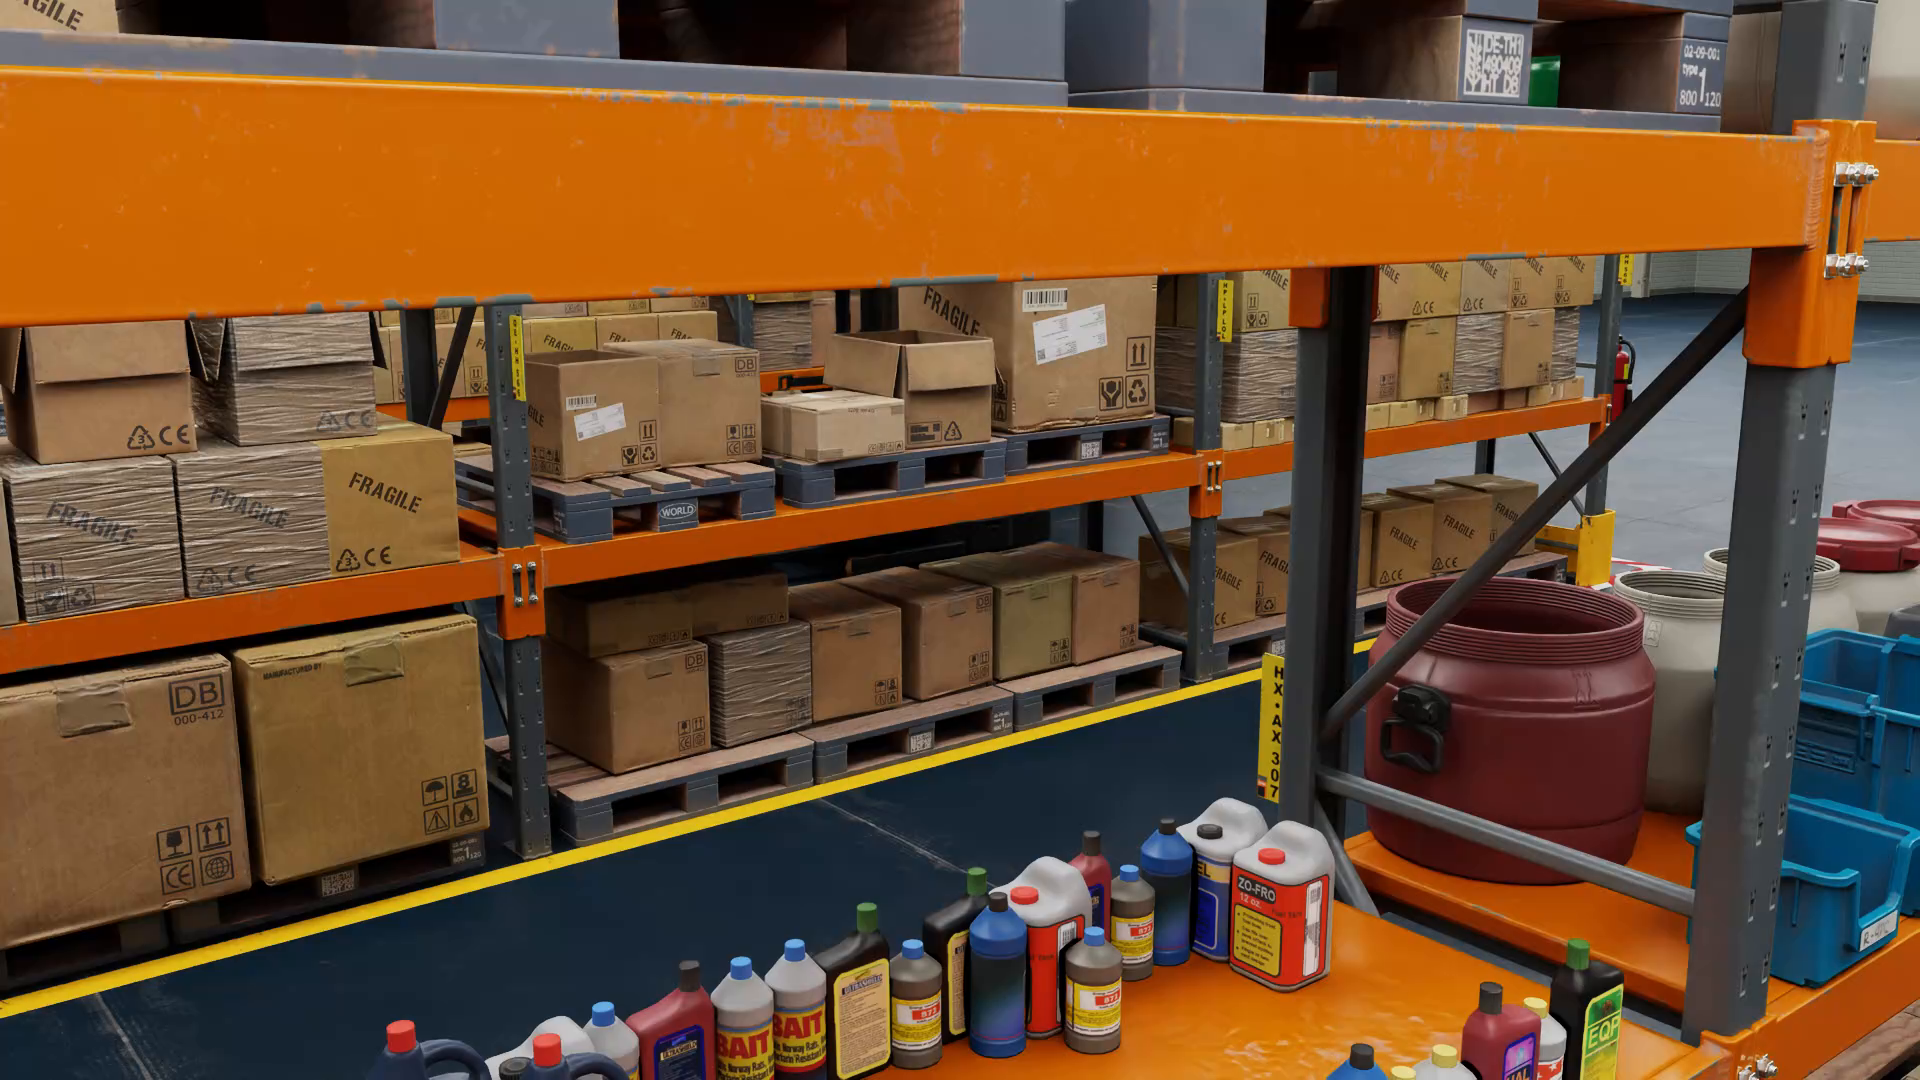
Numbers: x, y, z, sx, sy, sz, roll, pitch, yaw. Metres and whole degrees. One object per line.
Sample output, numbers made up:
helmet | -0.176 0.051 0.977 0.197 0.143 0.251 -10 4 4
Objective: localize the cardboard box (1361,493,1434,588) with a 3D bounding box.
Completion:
cardboard box | 2.743 -0.006 10.944 0.500 0.500 0.500 -8 14 -32

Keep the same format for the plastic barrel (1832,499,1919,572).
plastic barrel | 2.701 0.176 4.749 0.433 0.535 0.433 0 12 0

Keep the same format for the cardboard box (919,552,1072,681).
cardboard box | 0.187 0.398 8.990 0.500 0.500 0.700 -10 15 -38

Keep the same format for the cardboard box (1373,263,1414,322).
cardboard box | 2.355 -1.575 9.959 0.500 0.500 0.500 -9 15 -38

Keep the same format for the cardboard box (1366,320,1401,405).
cardboard box | 2.194 -1.127 10.259 0.500 0.500 0.875 -9 15 -38

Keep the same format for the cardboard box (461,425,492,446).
cardboard box | -3.140 -0.447 12.418 0.750 0.750 1.050 -9 15 -38

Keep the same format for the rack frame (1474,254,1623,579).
rack frame | 4.188 -1.263 11.856 0.127 3.000 1.000 -9 15 -38

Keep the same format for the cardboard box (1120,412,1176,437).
cardboard box | 1.048 -0.697 9.794 0.250 0.149 0.380 -9 15 -38

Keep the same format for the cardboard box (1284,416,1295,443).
cardboard box | 1.801 -0.668 9.656 0.250 0.149 0.380 -9 15 -38

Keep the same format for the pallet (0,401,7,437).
pallet | -5.569 -0.839 10.321 1.003 0.211 1.213 -9 15 -38

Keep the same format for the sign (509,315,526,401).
sign | -1.710 -0.702 6.425 0.005 0.325 0.100 -9 15 -38

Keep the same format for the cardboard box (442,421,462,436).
cardboard box | -5.535 -1.203 16.888 0.625 0.372 0.950 -9 15 -37

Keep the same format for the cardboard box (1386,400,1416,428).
cardboard box | 2.583 -0.797 10.266 0.250 0.149 0.380 -9 15 -38

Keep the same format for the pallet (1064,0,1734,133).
pallet | 0.376 -0.713 2.500 1.213 0.211 1.003 -9 15 -38

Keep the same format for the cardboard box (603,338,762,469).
cardboard box | -1.289 -0.645 7.692 0.500 0.500 0.700 -7 14 -29

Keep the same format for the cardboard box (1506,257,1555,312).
cardboard box | 3.526 -1.769 10.876 0.500 0.500 0.500 -9 15 -38

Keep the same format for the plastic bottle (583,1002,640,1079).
plastic bottle | -0.514 0.805 2.424 0.097 0.271 0.097 0 12 0

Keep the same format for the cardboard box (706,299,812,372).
cardboard box | -1.675 -1.685 13.481 0.550 0.550 0.875 -9 15 -38

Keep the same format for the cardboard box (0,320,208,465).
cardboard box | -3.151 -0.588 6.022 0.637 0.503 0.797 -9 15 -36

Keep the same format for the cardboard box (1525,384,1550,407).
cardboard box | 3.735 -0.997 11.206 0.250 0.149 0.380 -9 15 -38

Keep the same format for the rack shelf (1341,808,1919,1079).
rack shelf | 2.597 0.671 4.481 4.000 0.370 1.077 -9 15 -38

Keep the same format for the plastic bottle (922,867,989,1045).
plastic bottle | 0.001 0.709 2.849 0.133 0.283 0.061 -9 15 -38

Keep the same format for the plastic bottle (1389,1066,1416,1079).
plastic bottle | 0.628 0.852 2.375 0.097 0.201 0.097 0 12 0

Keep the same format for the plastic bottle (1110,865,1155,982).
plastic bottle | 0.311 0.702 3.078 0.097 0.201 0.097 0 12 0

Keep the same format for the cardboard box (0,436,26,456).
cardboard box | -3.408 -0.121 6.235 0.500 0.500 0.500 -10 15 -39

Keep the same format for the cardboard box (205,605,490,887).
cardboard box | -2.611 0.695 6.739 0.875 0.875 1.225 -10 16 -40

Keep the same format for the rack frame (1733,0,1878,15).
rack frame | 1.035 -2.356 2.561 0.127 3.000 1.000 -9 15 -38

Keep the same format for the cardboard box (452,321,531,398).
cardboard box | -3.380 -1.302 11.799 0.500 0.500 0.500 -10 15 -38

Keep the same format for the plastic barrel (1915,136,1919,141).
plastic barrel | 1.812 -1.206 3.157 0.600 0.901 0.600 0 12 0

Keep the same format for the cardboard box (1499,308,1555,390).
cardboard box | 3.425 -1.306 11.103 0.500 0.500 0.875 -9 15 -38

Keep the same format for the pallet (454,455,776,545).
pallet | -1.569 -0.241 7.504 1.003 0.211 1.213 -9 15 -38

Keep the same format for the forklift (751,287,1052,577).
forklift | -0.790 -1.277 12.084 3.031 2.935 1.130 -8 15 -35

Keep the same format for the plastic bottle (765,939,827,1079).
plastic bottle | -0.258 0.763 2.625 0.097 0.271 0.097 0 12 0

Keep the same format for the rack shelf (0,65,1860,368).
rack shelf | -0.527 -0.278 1.725 4.000 0.370 1.077 -9 15 -38

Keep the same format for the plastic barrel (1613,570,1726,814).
plastic barrel | 1.705 0.355 3.964 0.421 0.512 0.421 0 12 0

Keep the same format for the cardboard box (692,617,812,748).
cardboard box | -1.123 0.618 7.955 0.500 0.500 0.700 -11 16 -42

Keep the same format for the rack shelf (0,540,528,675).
rack shelf | -3.621 0.386 5.820 4.000 0.370 1.077 -9 15 -38

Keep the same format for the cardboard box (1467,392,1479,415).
cardboard box | 3.128 -0.905 10.774 0.250 0.149 0.380 -9 15 -38

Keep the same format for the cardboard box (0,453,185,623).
cardboard box | -3.086 -0.038 5.846 0.500 0.500 0.500 -10 16 -39

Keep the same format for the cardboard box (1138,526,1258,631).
cardboard box | 1.401 0.228 9.842 0.500 0.500 0.500 -10 16 -39

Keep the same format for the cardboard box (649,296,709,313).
cardboard box | -2.339 -2.034 12.840 0.500 0.500 0.700 -10 15 -39

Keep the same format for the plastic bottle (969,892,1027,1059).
plastic bottle | 0.064 0.725 2.801 0.097 0.271 0.097 0 12 0

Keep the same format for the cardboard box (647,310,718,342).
cardboard box | -2.196 -1.500 12.729 0.500 0.500 0.500 -10 15 -38

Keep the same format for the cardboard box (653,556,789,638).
cardboard box | -1.147 0.253 7.868 0.500 0.250 0.500 -7 14 -31

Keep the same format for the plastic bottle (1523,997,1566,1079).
plastic bottle | 0.884 0.809 2.575 0.097 0.201 0.097 0 12 0

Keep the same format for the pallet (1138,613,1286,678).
pallet | 1.567 0.527 10.139 1.213 0.211 1.003 -9 15 -38

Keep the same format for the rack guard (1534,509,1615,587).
rack guard | 4.128 -0.031 12.069 0.348 0.500 1.175 -9 15 -38

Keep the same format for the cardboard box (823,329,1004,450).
cardboard box | -0.232 -0.760 8.228 0.637 0.503 0.797 -8 14 -32

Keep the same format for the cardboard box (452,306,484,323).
cardboard box | -3.530 -1.837 11.908 0.500 0.500 0.700 -10 15 -38

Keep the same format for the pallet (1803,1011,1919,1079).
pallet | 2.616 1.691 4.659 1.213 0.211 1.003 -9 15 -38

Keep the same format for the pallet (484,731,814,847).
pallet | -1.448 1.038 7.734 1.213 0.211 1.003 -9 15 -38

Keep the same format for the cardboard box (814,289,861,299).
cardboard box | -1.289 -2.296 13.759 0.550 0.550 0.875 -9 15 -38

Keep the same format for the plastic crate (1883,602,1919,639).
plastic crate | 2.488 0.387 3.931 0.583 0.464 0.402 -9 15 -38
